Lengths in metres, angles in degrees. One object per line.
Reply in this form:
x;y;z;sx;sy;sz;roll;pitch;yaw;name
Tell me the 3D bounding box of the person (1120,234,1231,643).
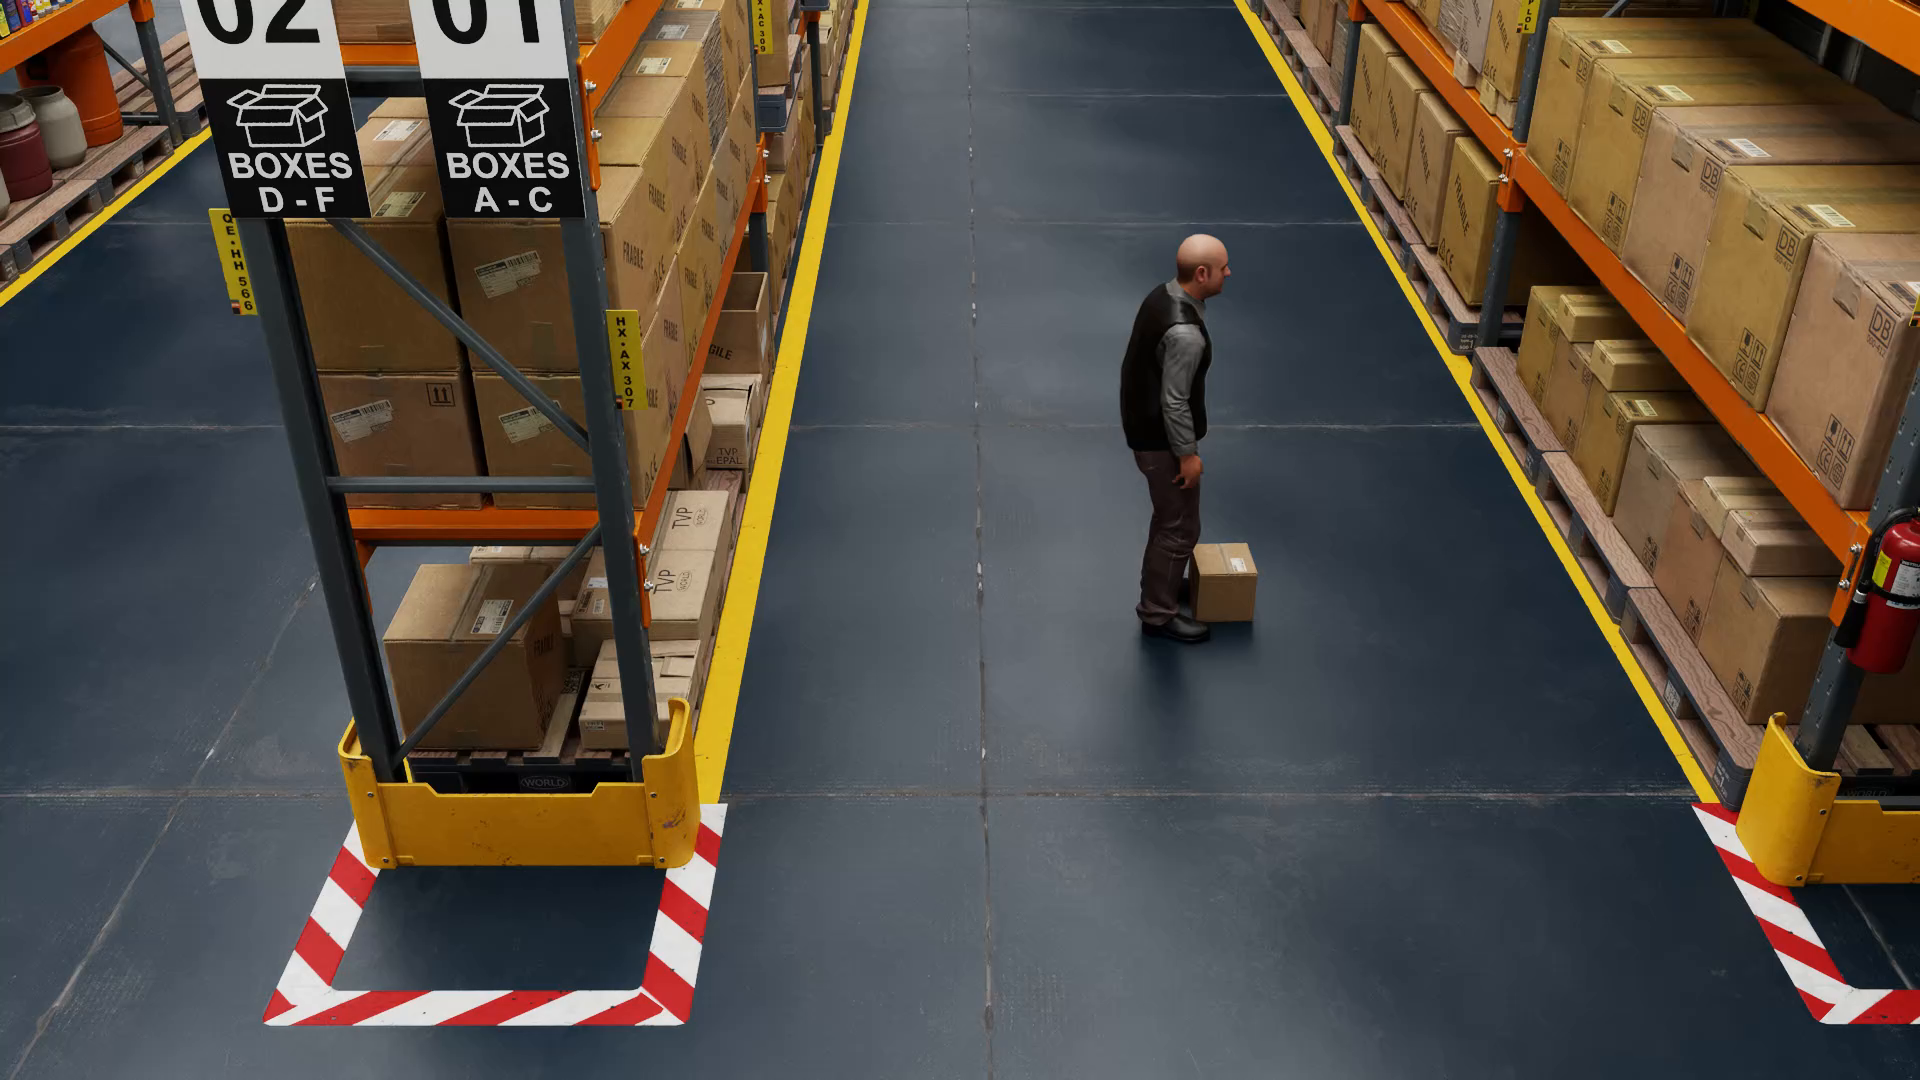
0.885;-0.434;6.869;0.463;1.721;0.581;0;31;0;person
